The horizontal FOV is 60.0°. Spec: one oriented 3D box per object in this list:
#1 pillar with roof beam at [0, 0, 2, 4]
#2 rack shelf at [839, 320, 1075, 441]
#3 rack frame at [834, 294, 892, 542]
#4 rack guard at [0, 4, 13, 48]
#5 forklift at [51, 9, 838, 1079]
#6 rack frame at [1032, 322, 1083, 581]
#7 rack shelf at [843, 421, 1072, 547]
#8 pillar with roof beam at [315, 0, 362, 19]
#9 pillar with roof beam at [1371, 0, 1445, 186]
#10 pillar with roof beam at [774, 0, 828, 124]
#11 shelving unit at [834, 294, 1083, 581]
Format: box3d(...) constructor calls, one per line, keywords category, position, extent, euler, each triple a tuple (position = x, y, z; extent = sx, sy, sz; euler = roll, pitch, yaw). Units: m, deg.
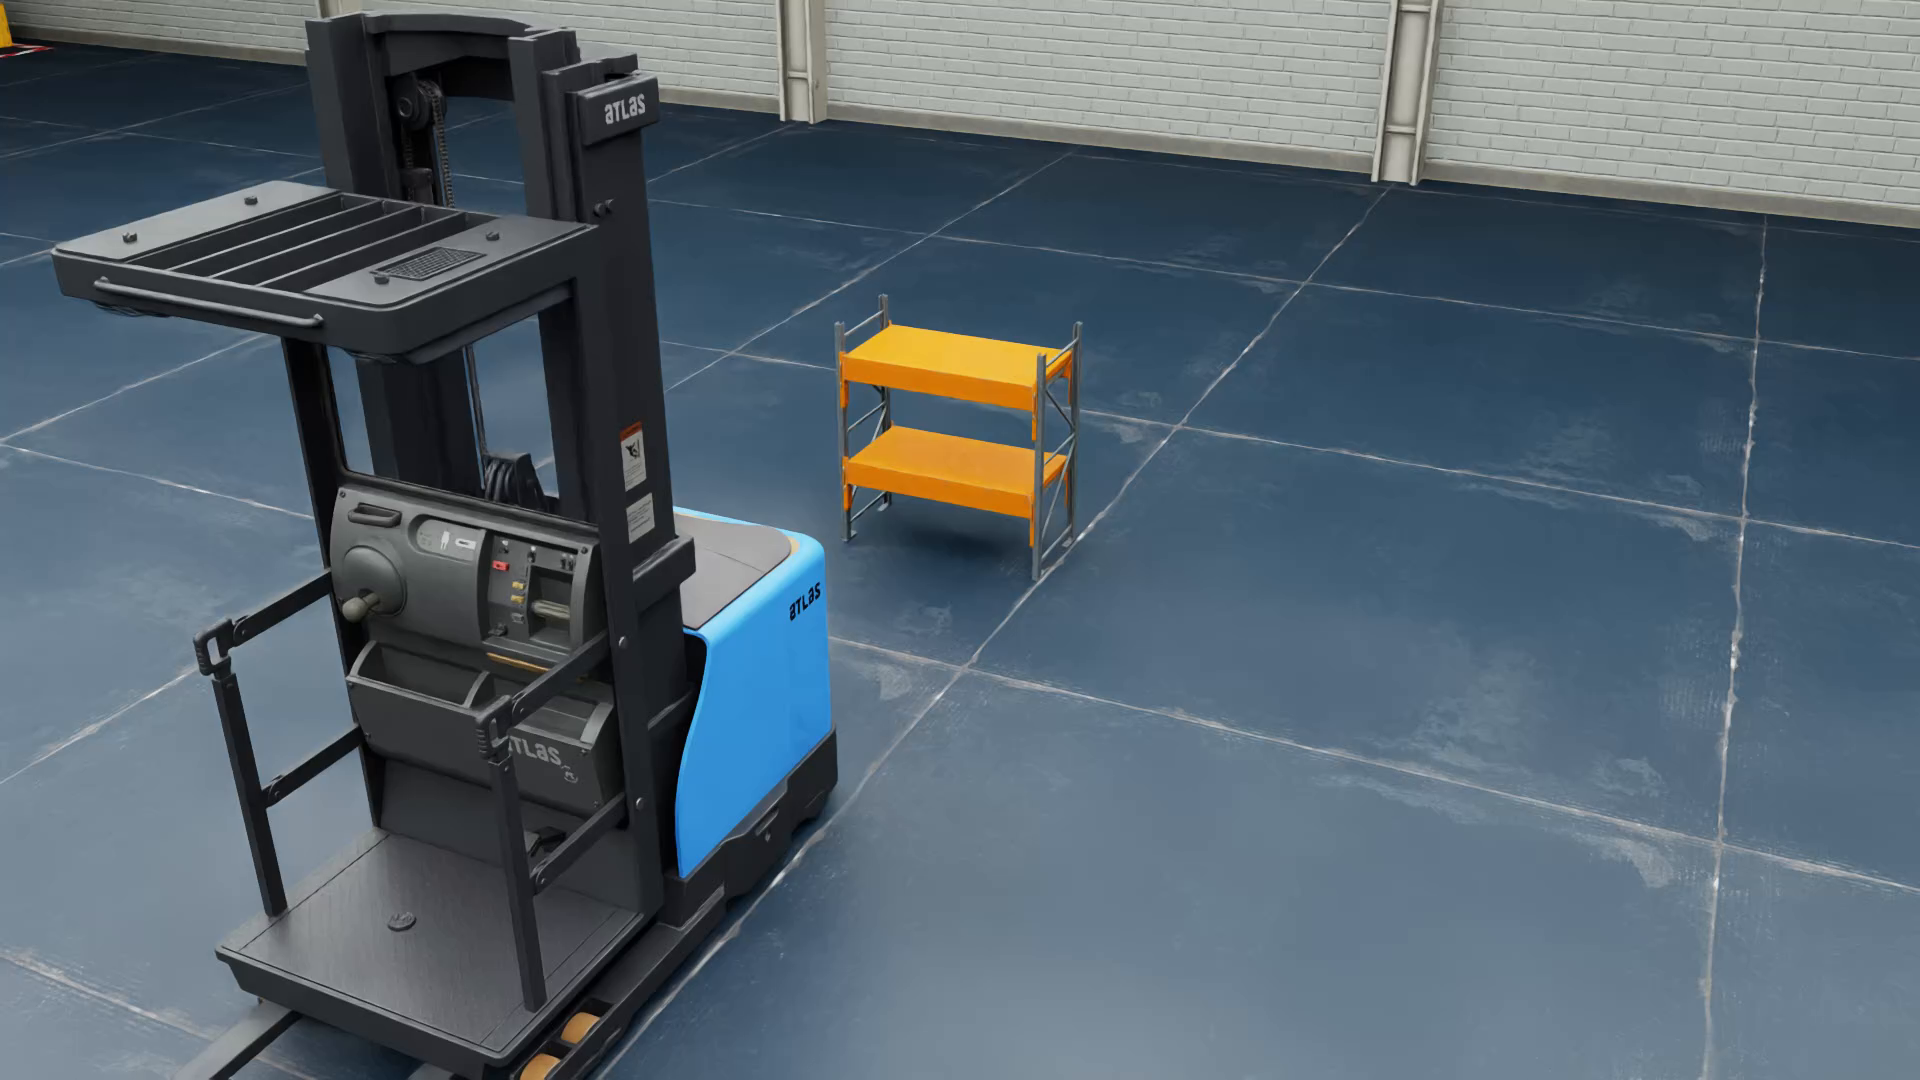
box3d(category="pillar with roof beam", position=(-14.295, -8.793, 15.922), extent=(0.400, 9.000, 9.100), euler=(11, 28, 22))
box3d(category="rack shelf", position=(-0.006, -0.768, 7.875), extent=(1.000, 0.278, 0.538), euler=(11, 28, 22))
box3d(category="rack frame", position=(-0.469, -0.599, 8.193), extent=(0.032, 1.125, 0.500), euler=(11, 28, 22))
box3d(category="rack guard", position=(-12.230, -6.217, 20.312), extent=(0.348, 0.500, 1.175), euler=(11, 28, 22))
box3d(category="forklift", position=(-1.543, 0.137, 4.654), extent=(1.130, 2.935, 3.031), euler=(12, 29, 22))
box3d(category="rack frame", position=(0.457, -0.413, 7.815), extent=(0.032, 1.125, 0.500), euler=(11, 28, 22))
box3d(category="rack shelf", position=(-0.006, -0.287, 8.112), extent=(1.000, 0.278, 0.538), euler=(11, 28, 22))
box3d(category="pillar with roof beam", position=(-8.833, -7.696, 13.694), extent=(0.400, 9.000, 9.100), euler=(11, 28, 22))
box3d(category="pillar with roof beam", position=(2.091, -5.502, 9.237), extent=(0.400, 9.000, 9.100), euler=(11, 28, 22))
box3d(category="pillar with roof beam", position=(-3.371, -6.599, 11.466), extent=(0.400, 9.000, 9.100), euler=(11, 28, 22))
box3d(category="shelving unit", position=(-0.006, -0.506, 8.004), extent=(1.048, 1.125, 0.538), euler=(11, 28, 22))
